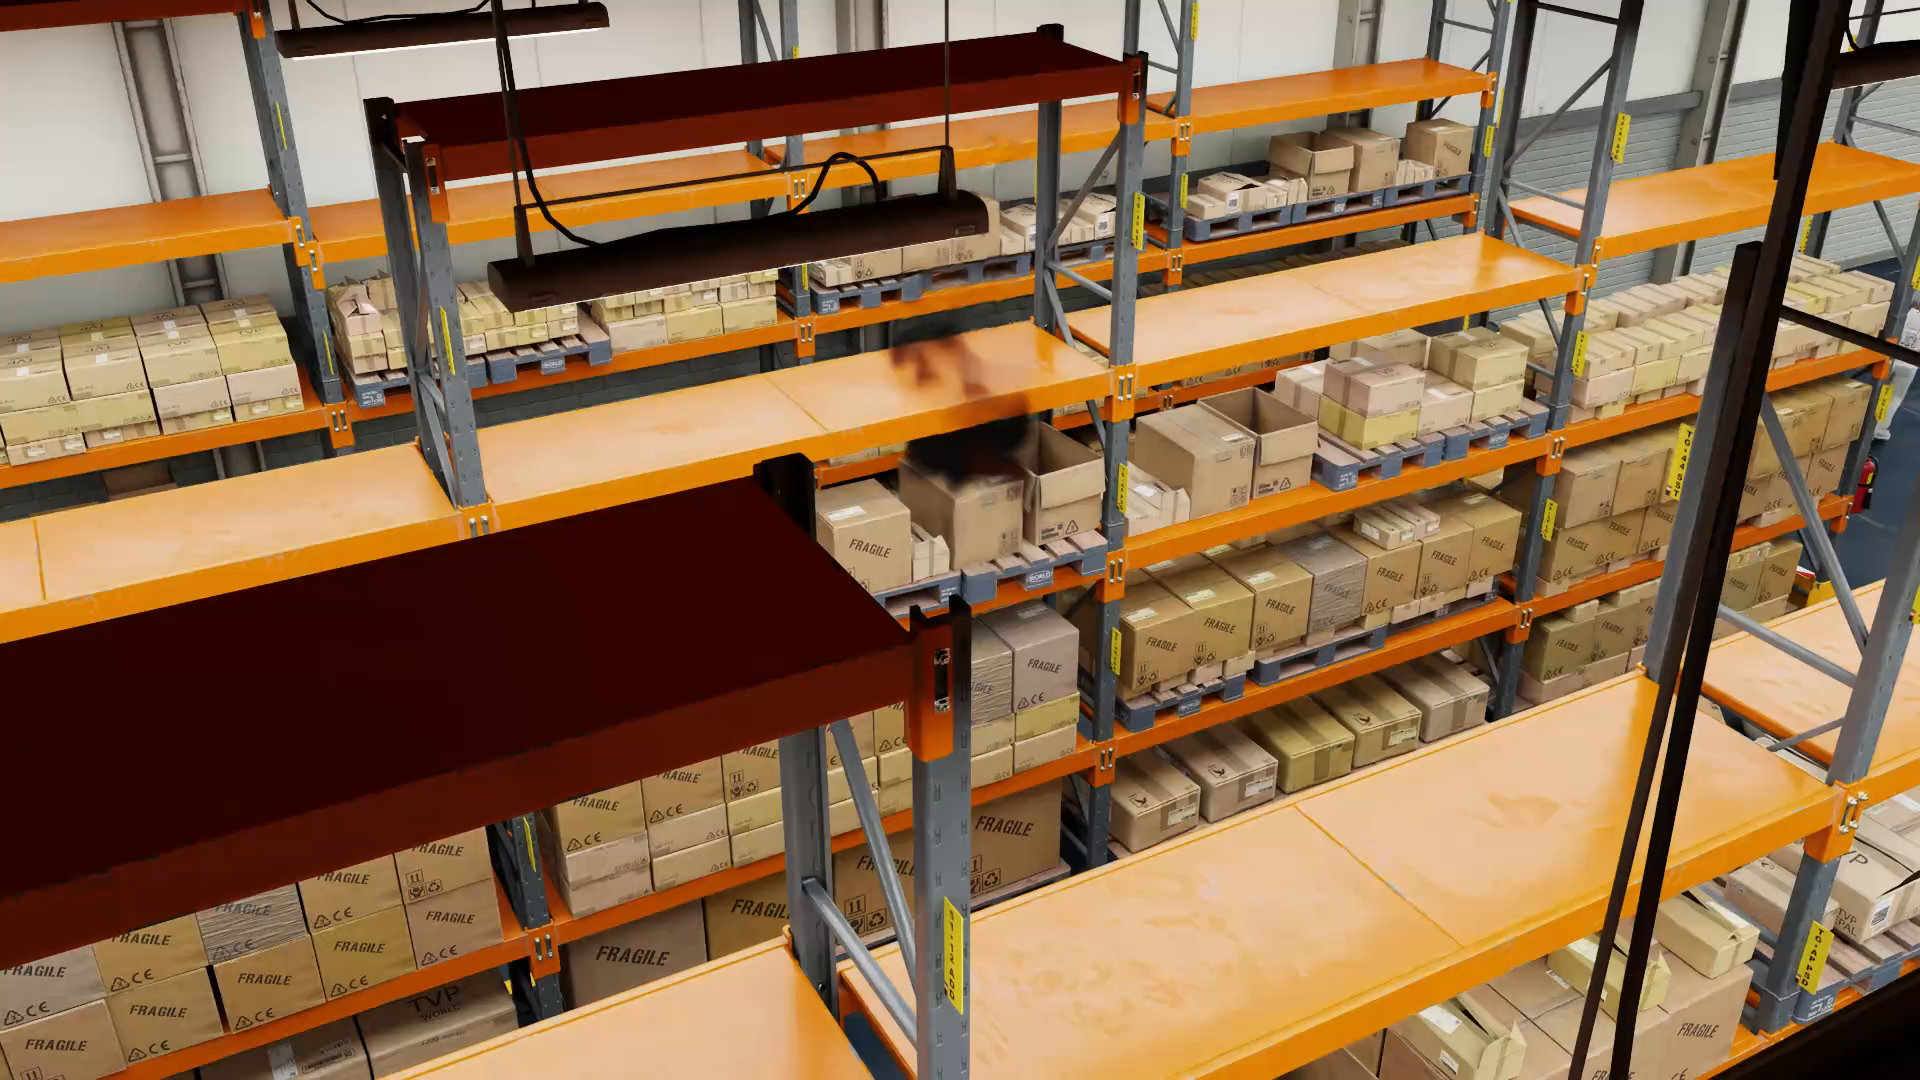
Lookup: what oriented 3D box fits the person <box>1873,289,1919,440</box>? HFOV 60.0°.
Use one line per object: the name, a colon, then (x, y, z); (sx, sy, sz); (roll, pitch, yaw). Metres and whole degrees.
person: (10.697, -2.036, 18.943); (0.872, 1.774, 0.677); (-21, 34, -34)
